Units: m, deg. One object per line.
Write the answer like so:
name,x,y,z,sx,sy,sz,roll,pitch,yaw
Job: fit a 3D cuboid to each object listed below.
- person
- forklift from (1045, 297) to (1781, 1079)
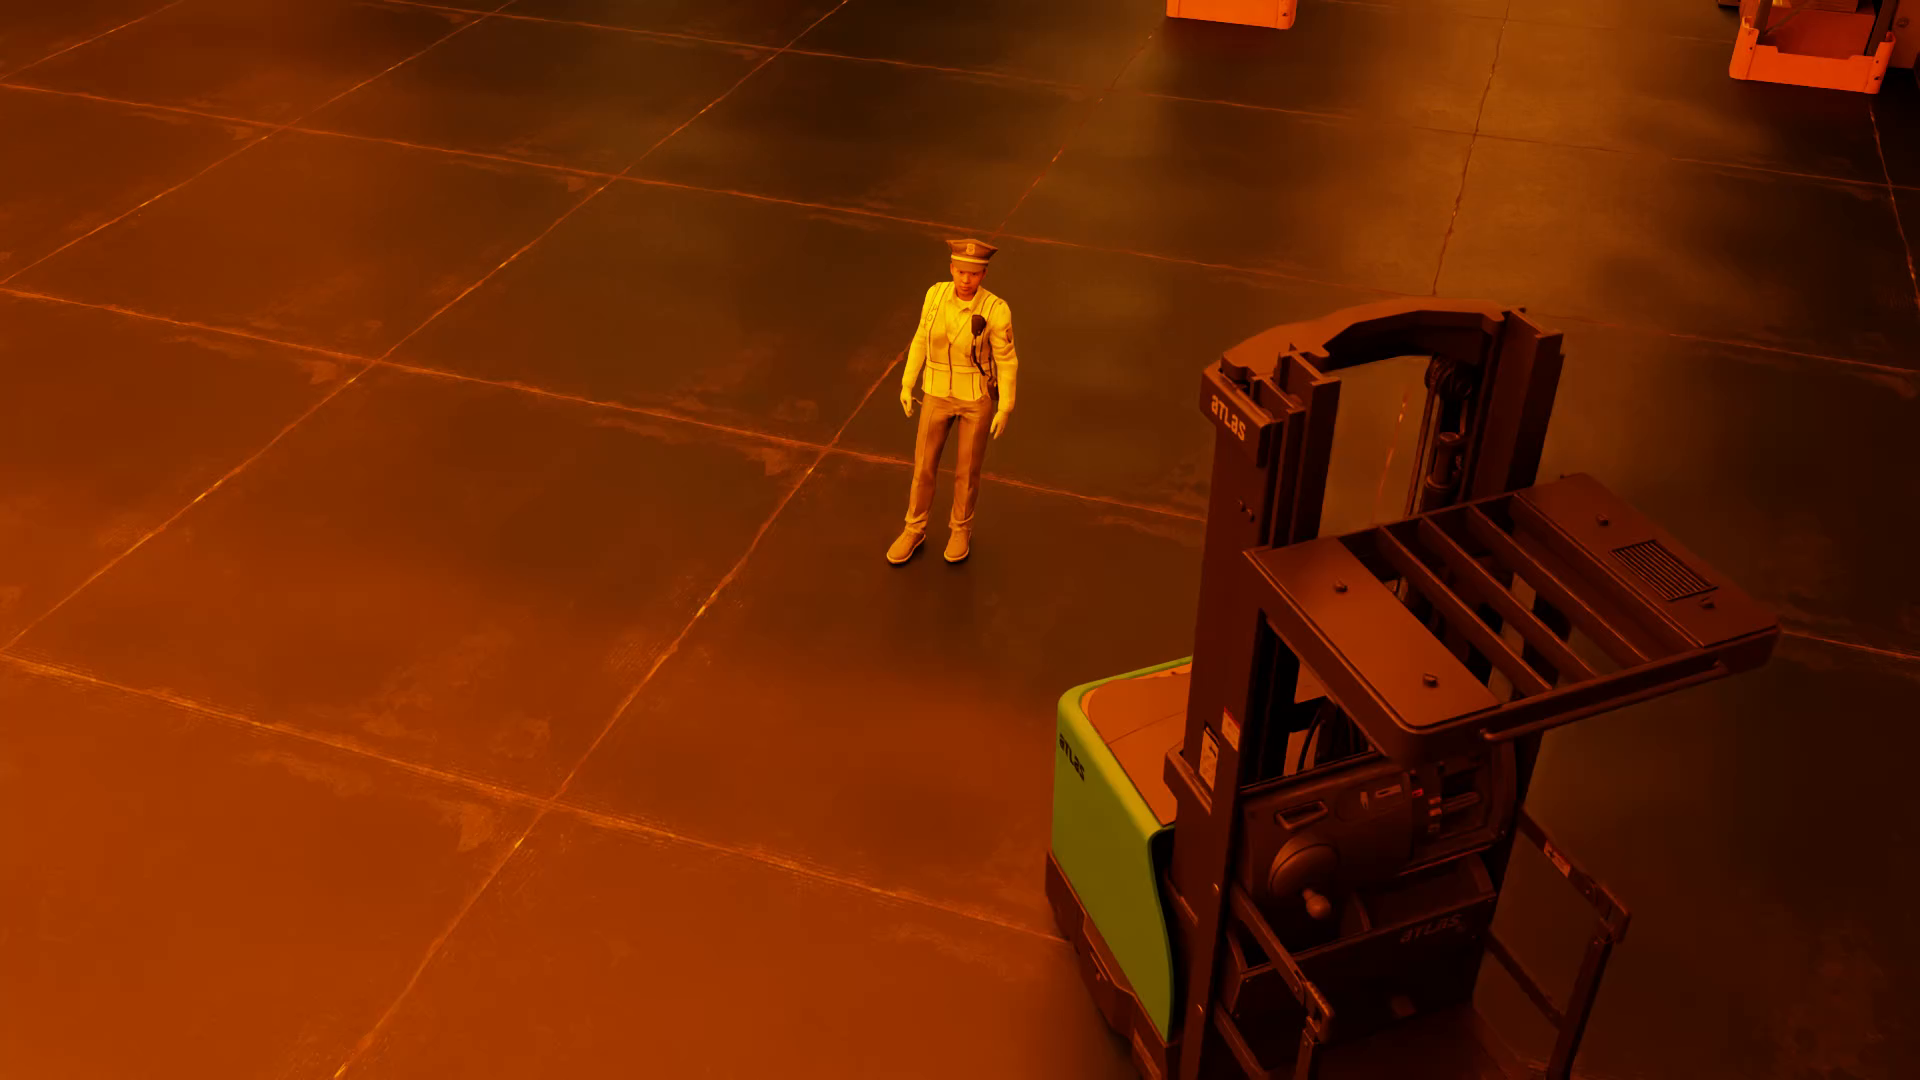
person,-0.029,-0.661,8.100,0.588,1.695,0.531,12,37,16
forklift,1.346,0.915,4.820,1.130,2.935,3.031,-13,37,-17
